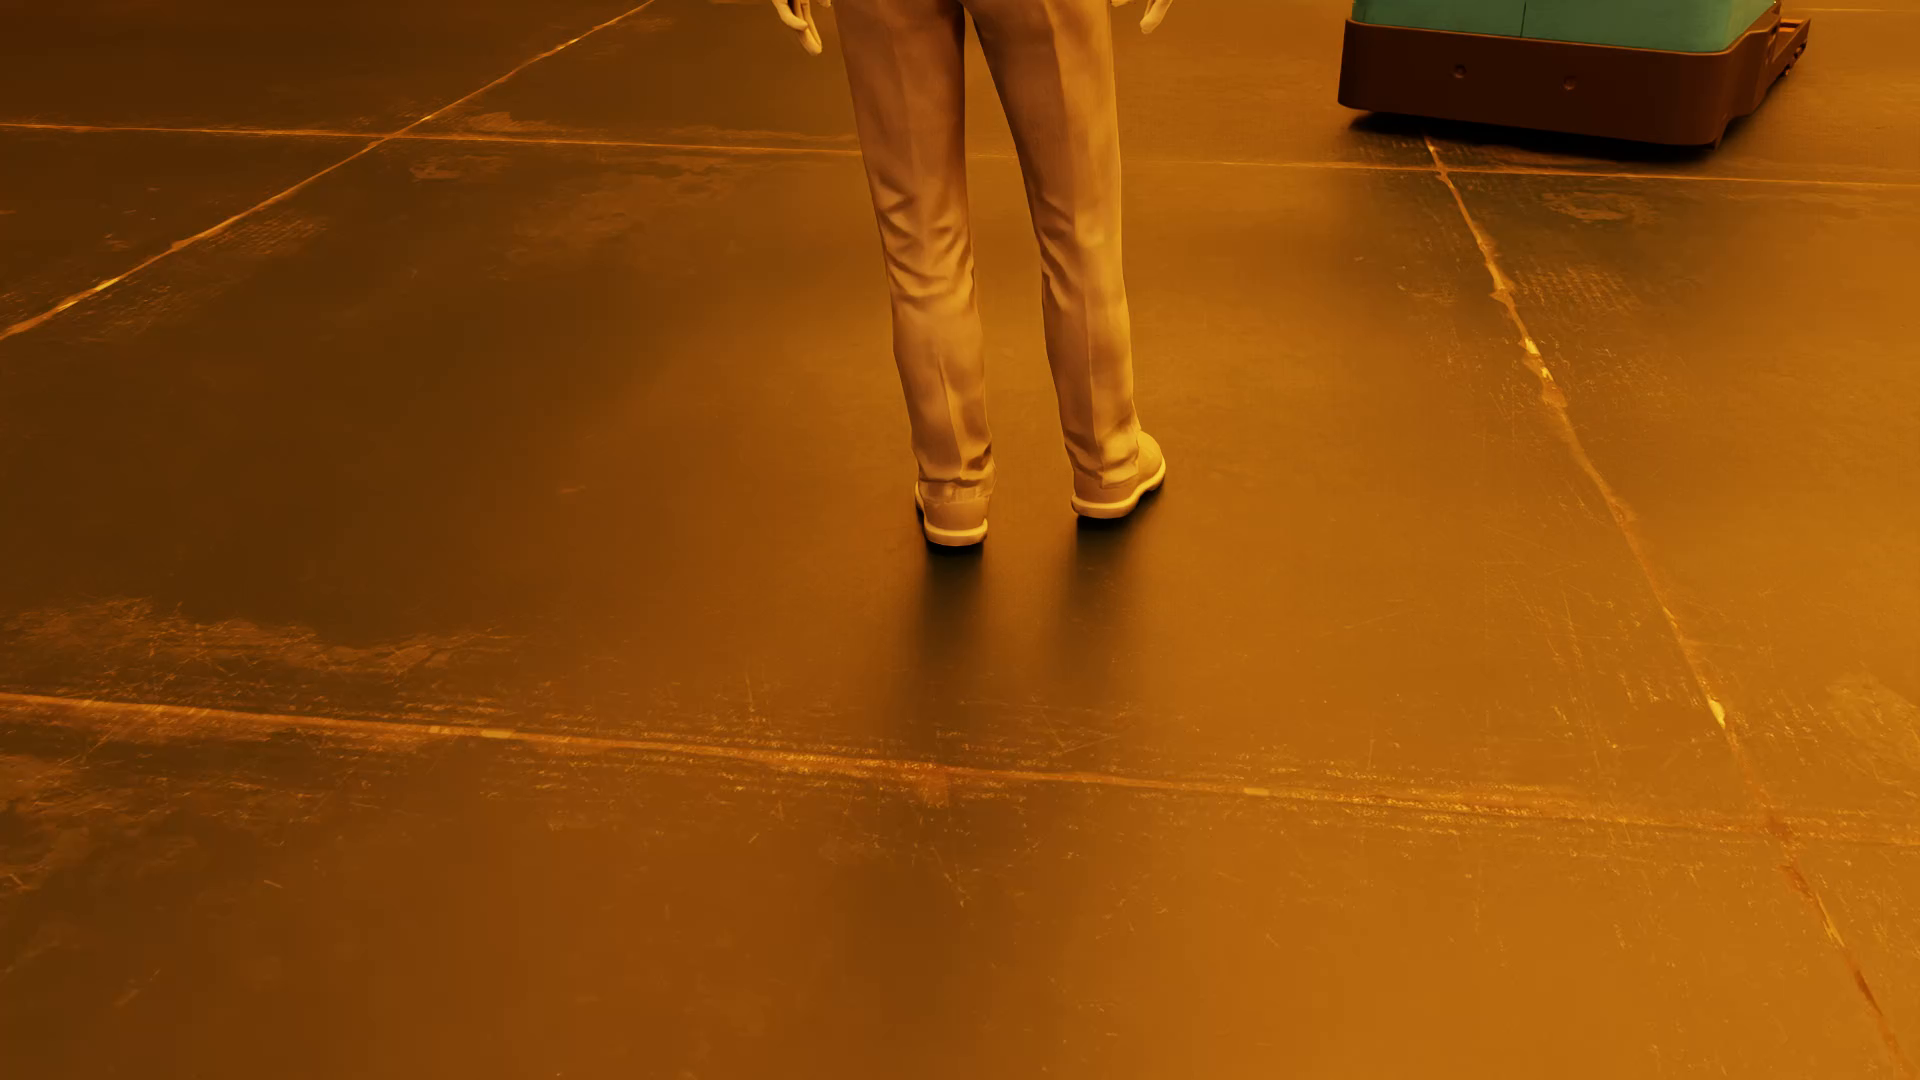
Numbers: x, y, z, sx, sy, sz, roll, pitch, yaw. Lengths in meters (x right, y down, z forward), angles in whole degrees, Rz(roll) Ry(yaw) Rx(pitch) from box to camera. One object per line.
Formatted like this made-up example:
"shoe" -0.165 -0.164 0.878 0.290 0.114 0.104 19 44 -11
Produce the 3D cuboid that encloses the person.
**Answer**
"person" 0.016 -0.795 2.178 0.588 1.695 0.531 3 27 7

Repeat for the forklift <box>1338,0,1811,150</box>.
"forklift" 2.314 -2.986 5.202 1.130 2.935 3.031 15 30 27
